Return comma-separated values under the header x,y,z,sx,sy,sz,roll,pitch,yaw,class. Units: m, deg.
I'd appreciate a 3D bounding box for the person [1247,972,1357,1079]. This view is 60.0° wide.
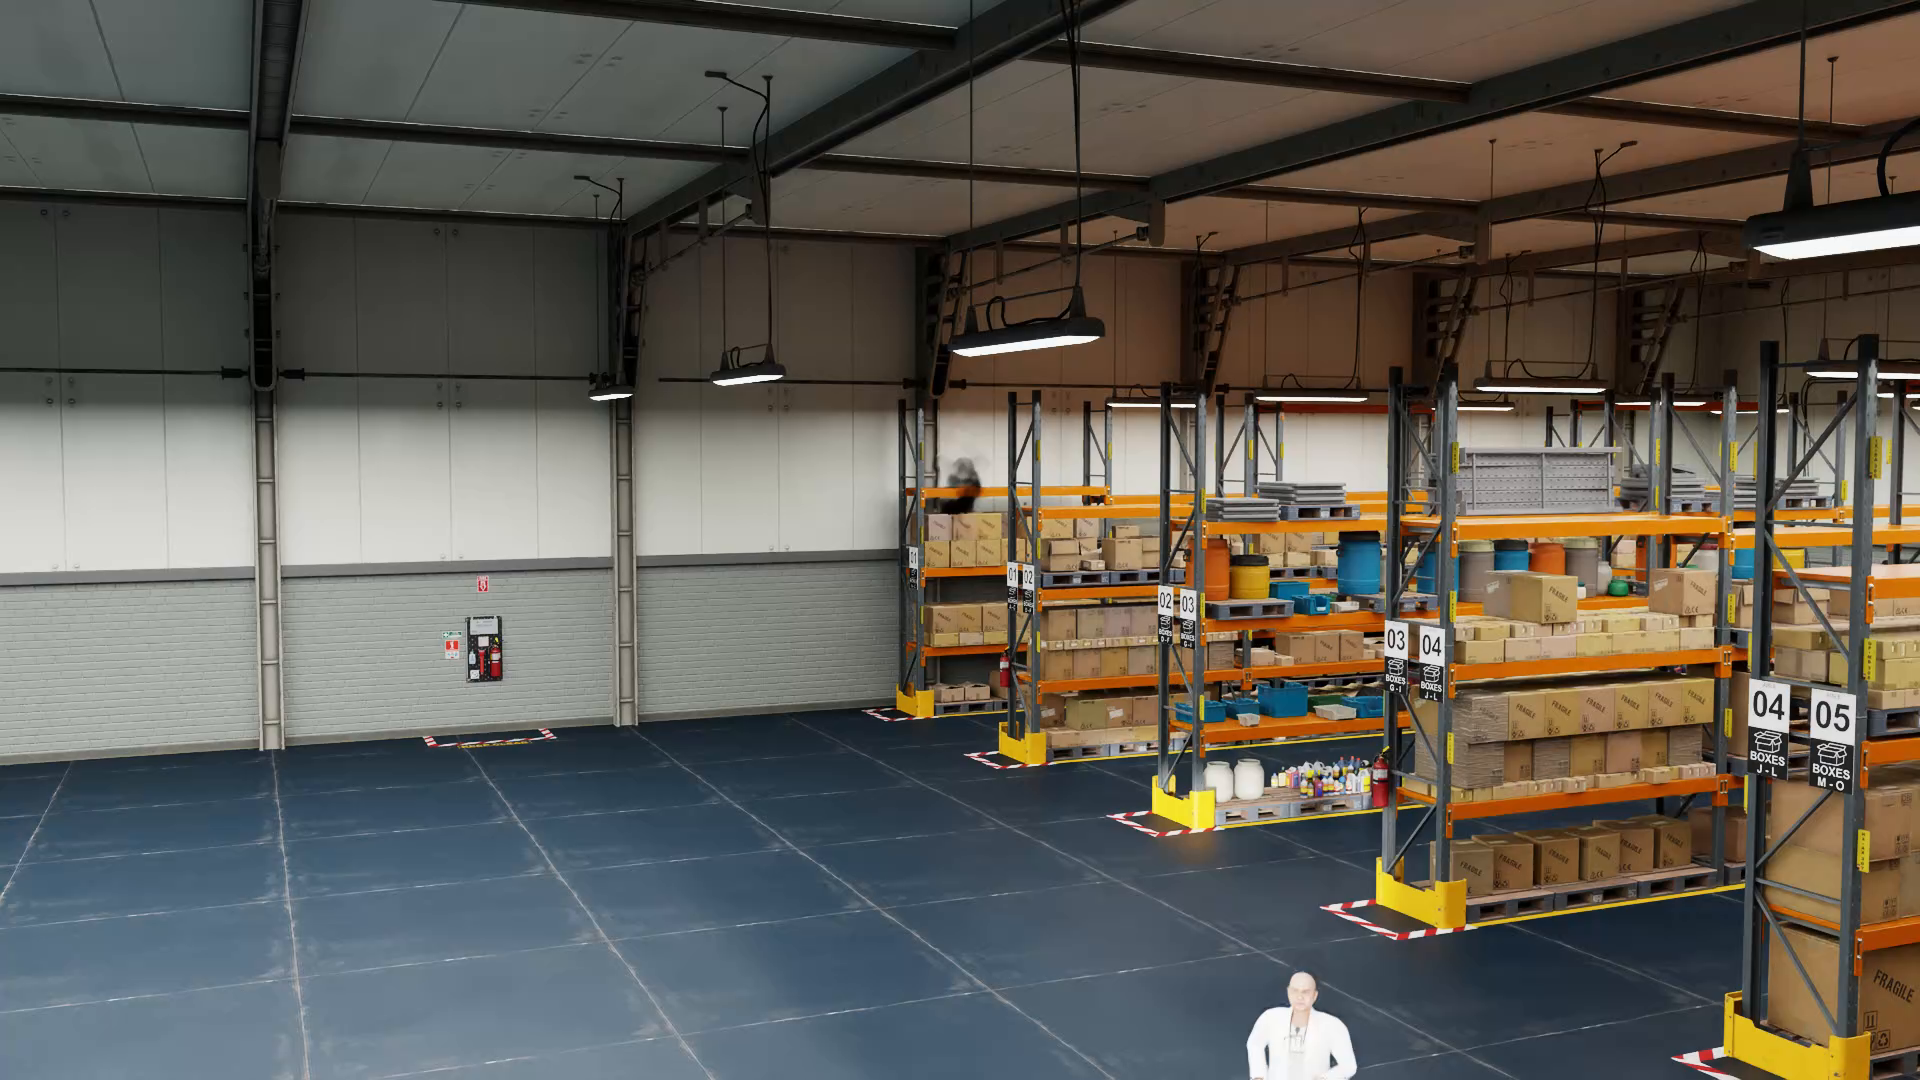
x,y,z,sx,sy,sz,roll,pitch,yaw,class
2.188,3.660,10.749,0.719,1.743,0.883,1,4,19,person

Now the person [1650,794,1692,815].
x,y,z,sx,sy,sz,roll,pitch,yaw,class
9.809,2.945,22.927,0.854,1.809,0.586,-3,4,-38,person
